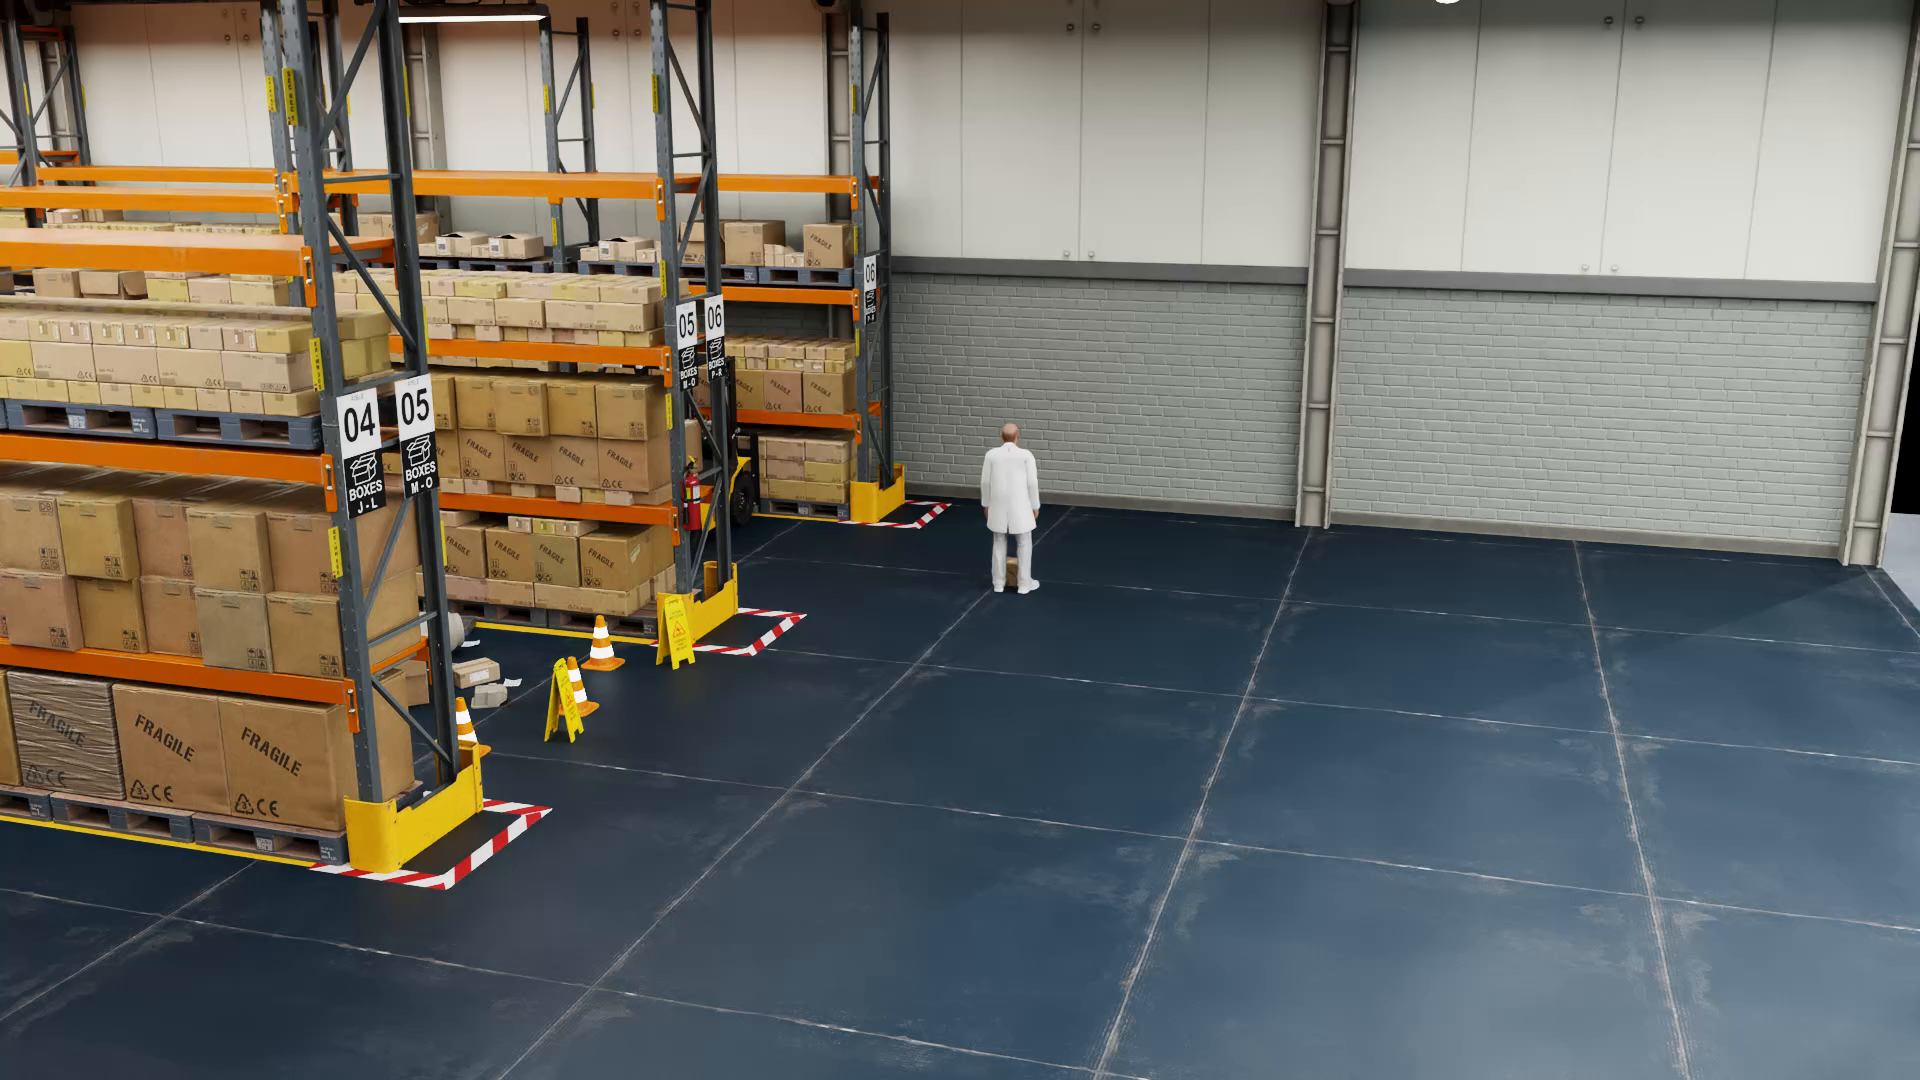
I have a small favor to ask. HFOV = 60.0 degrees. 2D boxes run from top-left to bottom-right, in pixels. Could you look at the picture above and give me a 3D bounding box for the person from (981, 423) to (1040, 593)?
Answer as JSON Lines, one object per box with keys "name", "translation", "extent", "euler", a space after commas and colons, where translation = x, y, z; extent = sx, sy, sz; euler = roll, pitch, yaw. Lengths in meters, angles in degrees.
{"name": "person", "translation": [0.526, -0.335, 17.314], "extent": [0.625, 1.774, 0.427], "euler": [4, 15, 14]}
